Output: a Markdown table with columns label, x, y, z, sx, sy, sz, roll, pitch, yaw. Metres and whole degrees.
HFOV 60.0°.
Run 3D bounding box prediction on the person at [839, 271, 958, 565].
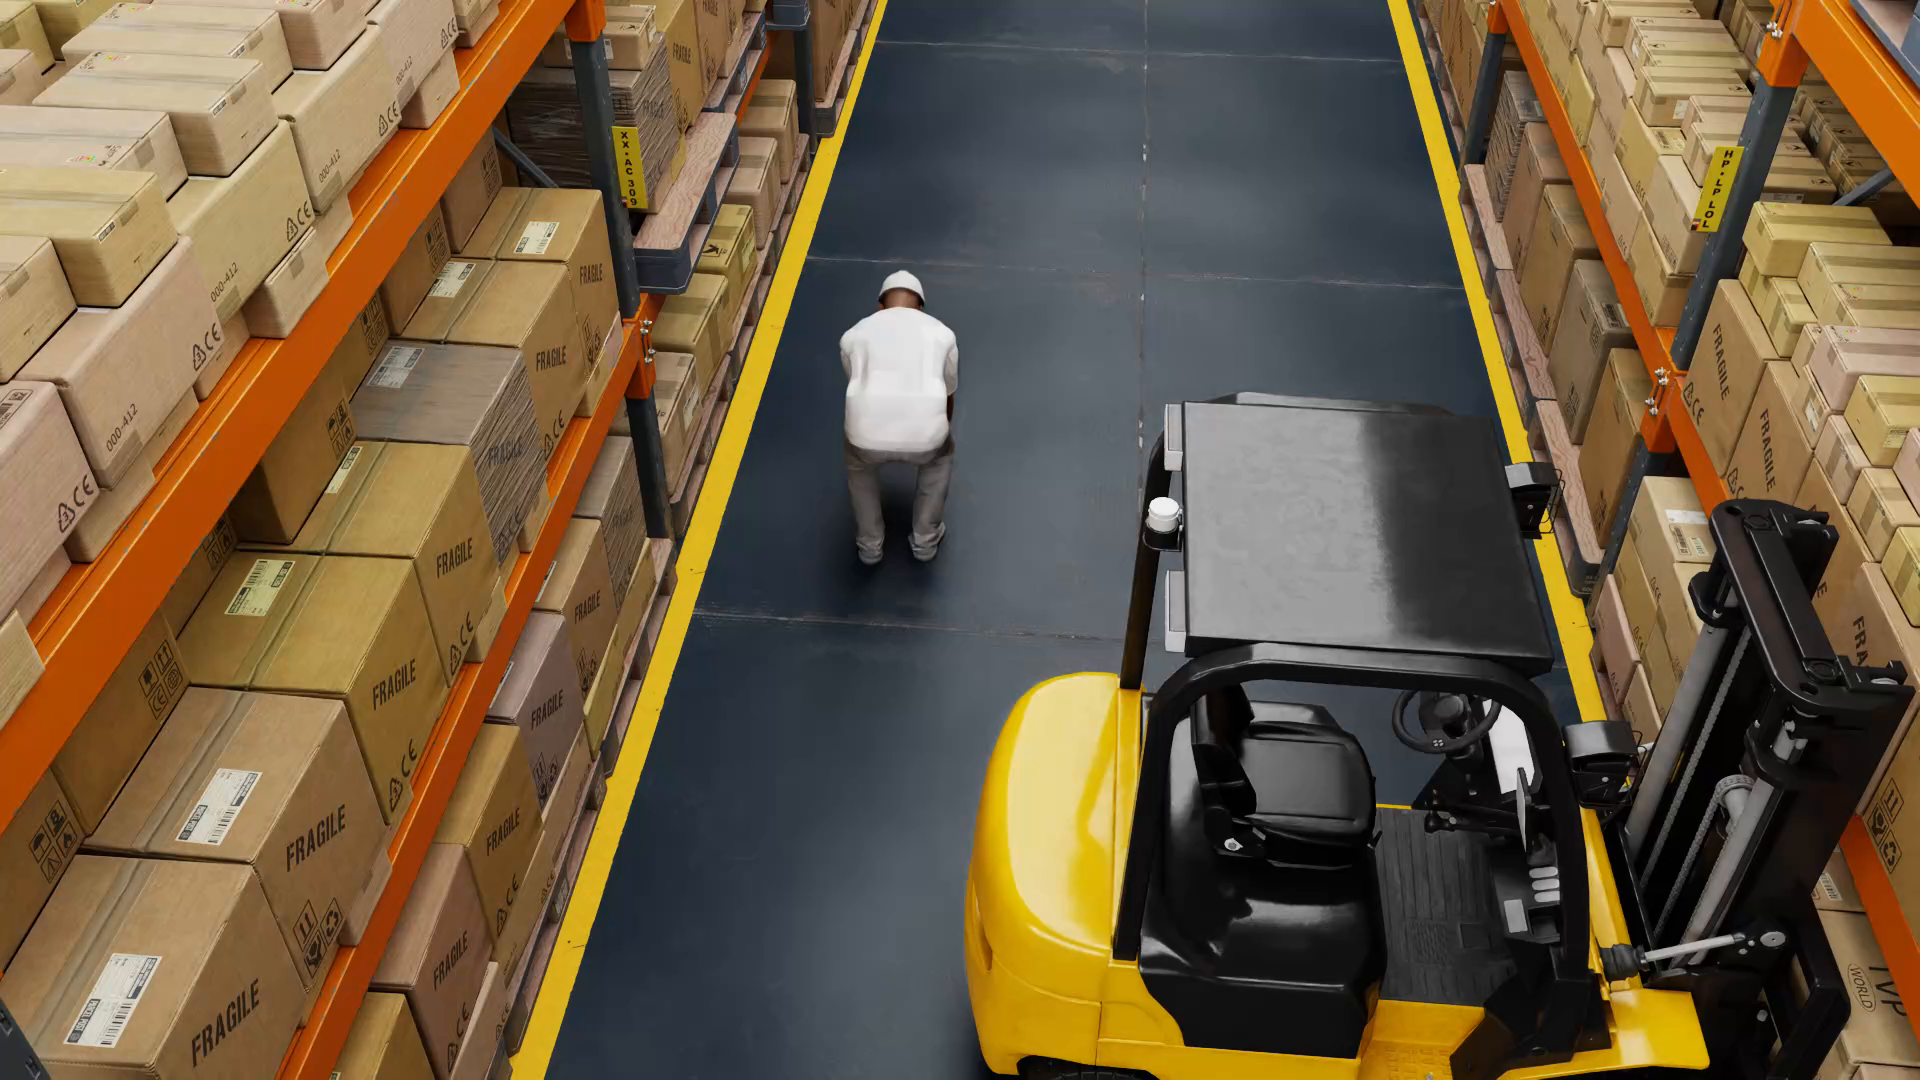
| label | x | y | z | sx | sy | sz | roll | pitch | yaw |
| --- | --- | --- | --- | --- | --- | --- | --- | --- | --- |
| person | -0.266 | -0.501 | 7.270 | 0.508 | 1.084 | 0.966 | 1 | 40 | 1 |
